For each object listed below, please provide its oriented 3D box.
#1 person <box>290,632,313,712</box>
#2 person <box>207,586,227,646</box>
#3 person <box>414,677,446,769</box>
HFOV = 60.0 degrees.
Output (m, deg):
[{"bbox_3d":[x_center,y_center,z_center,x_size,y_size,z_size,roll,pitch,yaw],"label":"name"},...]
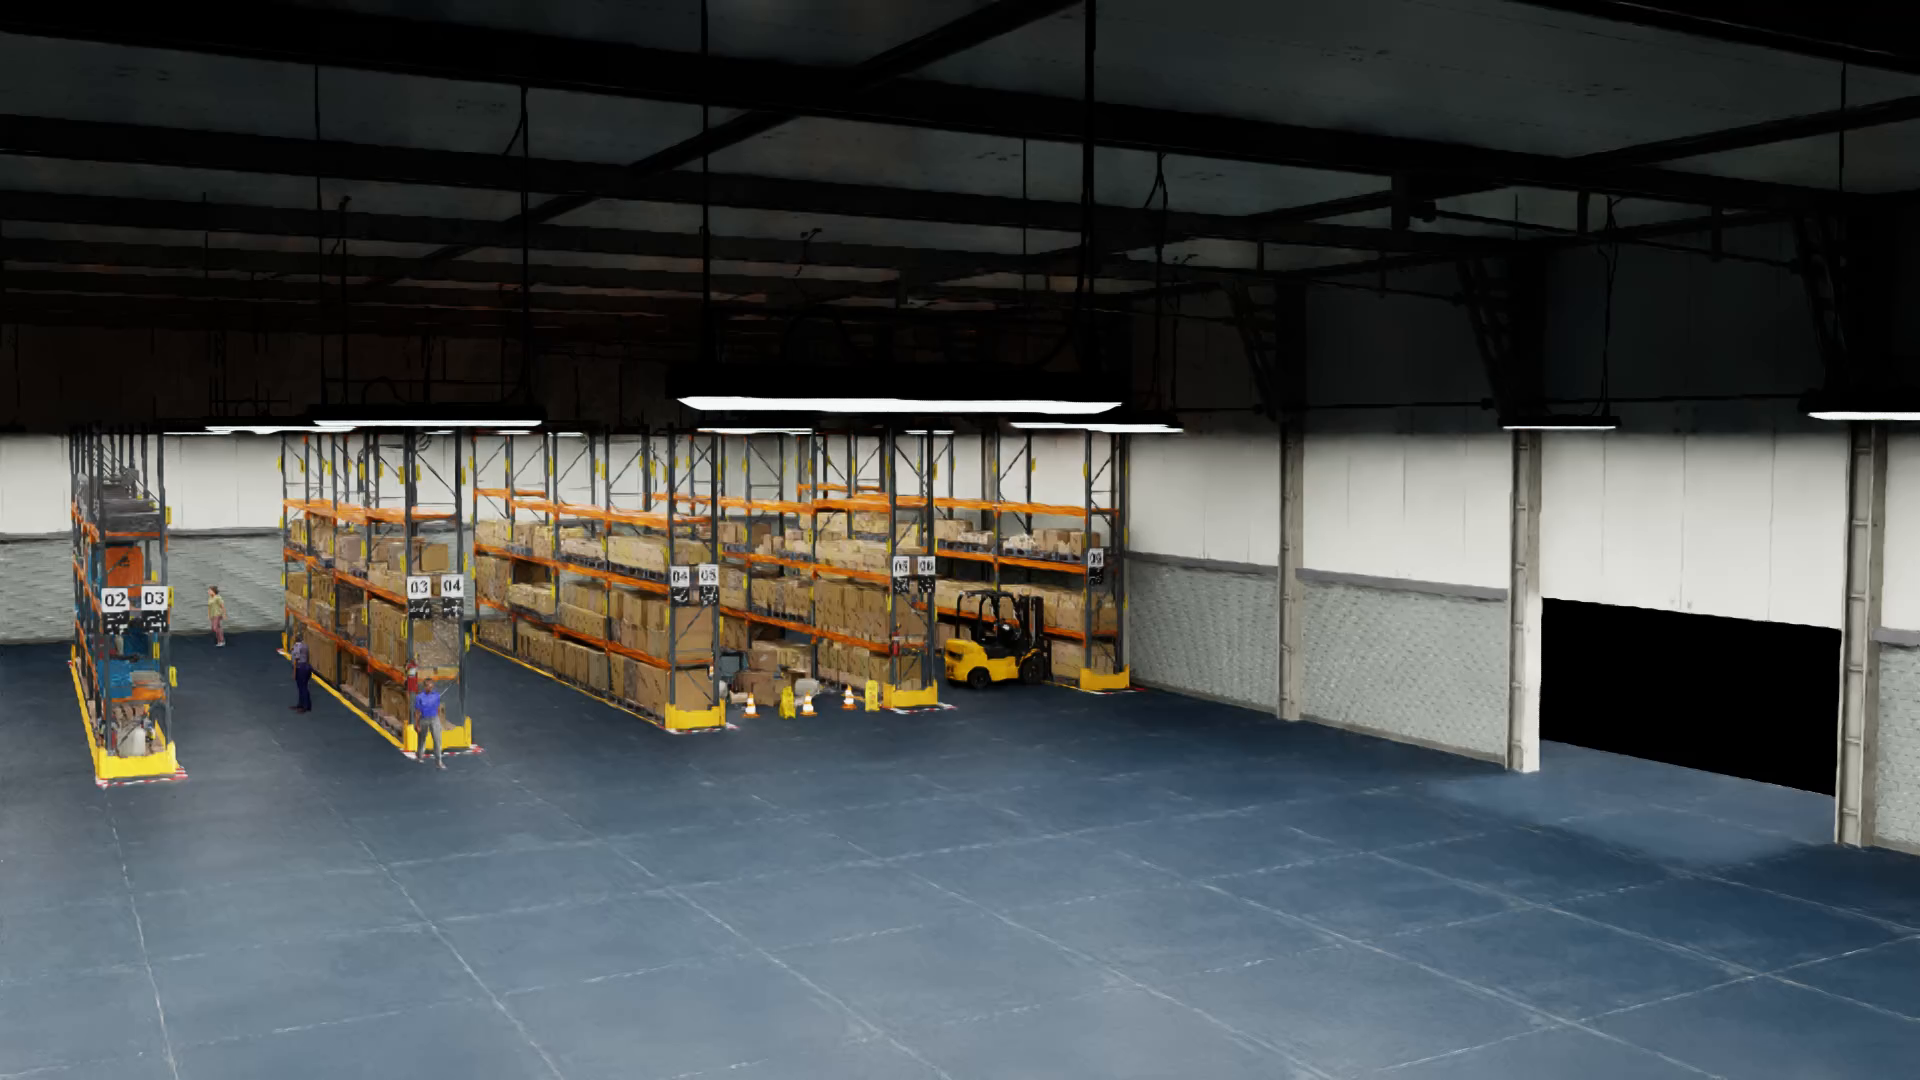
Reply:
[{"bbox_3d":[-13.790,2.760,34.740,0.556,1.609,0.598,0,4,2],"label":"person"},{"bbox_3d":[-20.339,2.071,45.488,0.571,1.653,0.480,2,4,29],"label":"person"},{"bbox_3d":[-9.202,3.141,28.753,0.447,1.574,1.088,-2,4,-27],"label":"person"}]
